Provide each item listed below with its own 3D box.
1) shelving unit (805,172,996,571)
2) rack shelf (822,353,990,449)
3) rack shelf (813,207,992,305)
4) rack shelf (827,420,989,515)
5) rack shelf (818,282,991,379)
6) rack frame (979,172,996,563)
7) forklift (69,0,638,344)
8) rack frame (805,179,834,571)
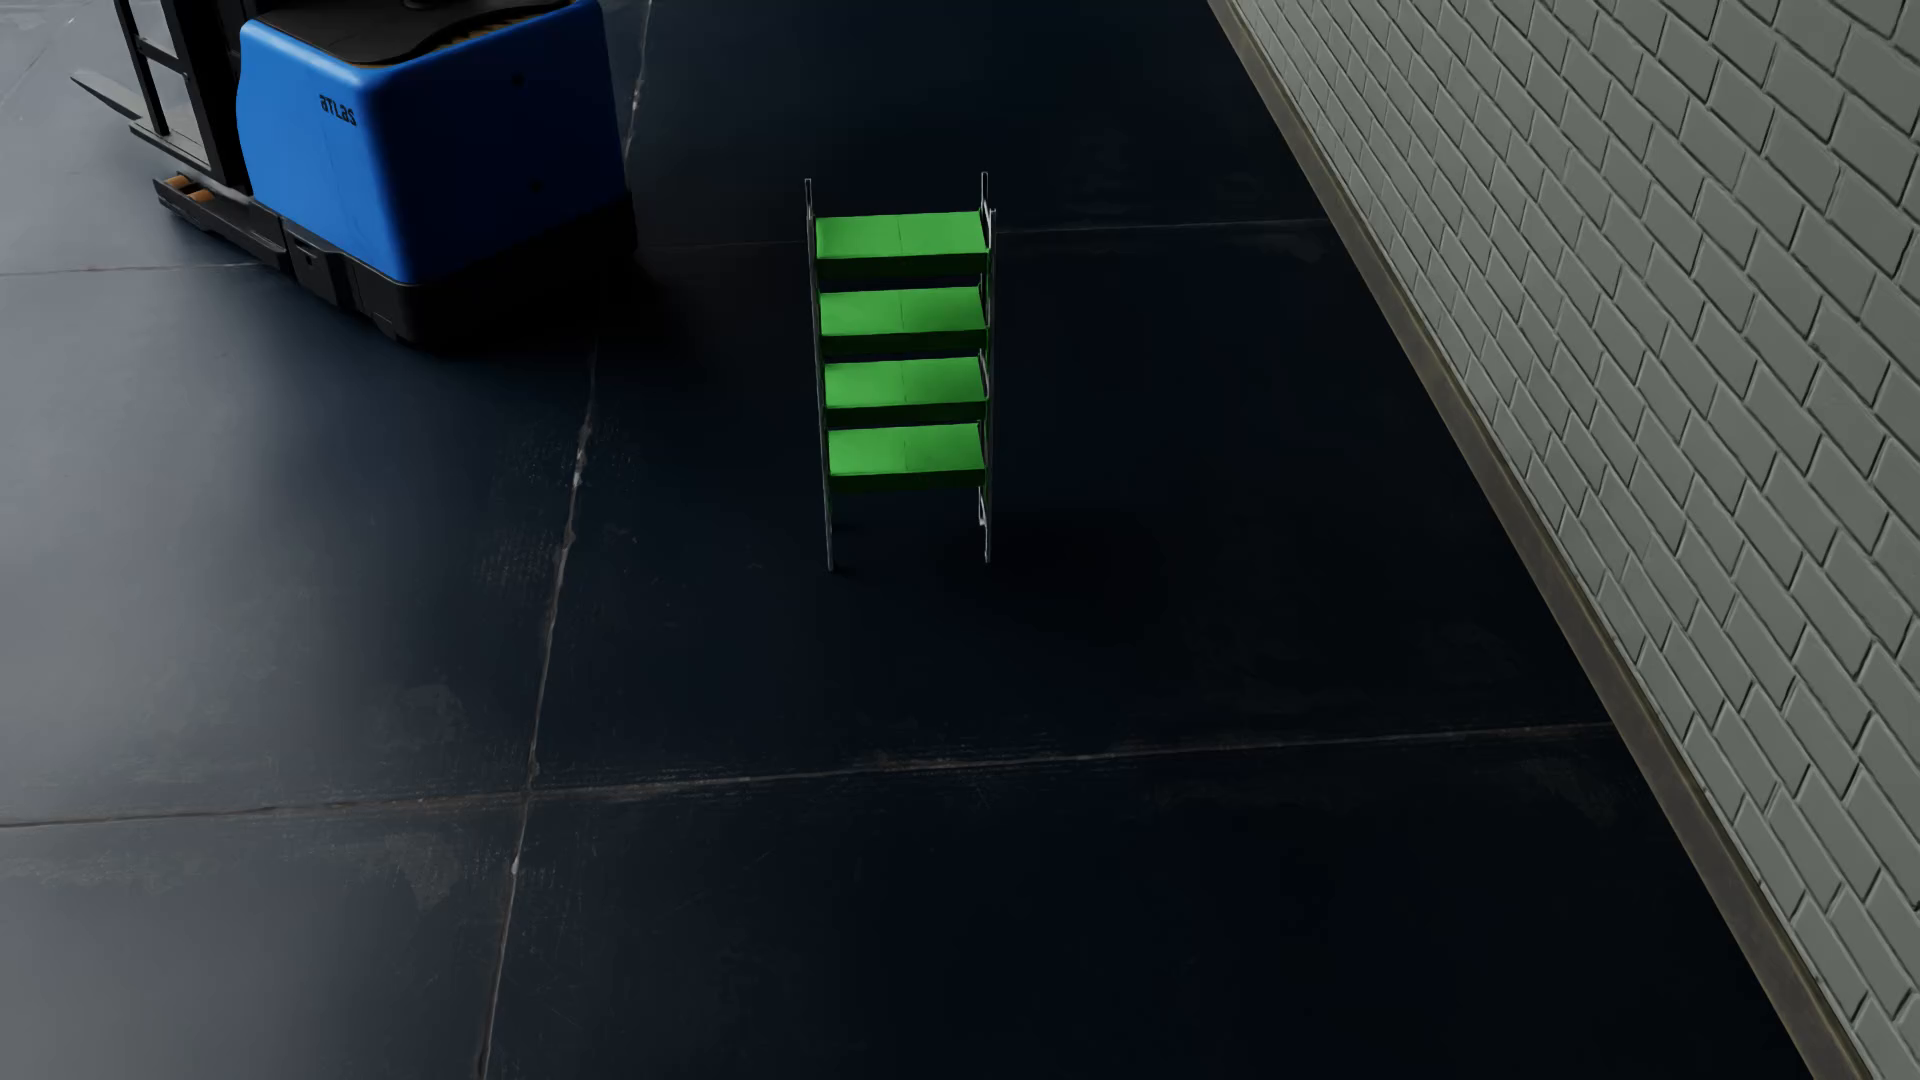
[{"bbox_3d":[-0.165,-0.462,4.867,0.503,1.200,0.258,-3,38,-4],"label":"shelving unit"},{"bbox_3d":[-0.165,-0.412,4.906,0.480,0.148,0.258,-3,38,-4],"label":"rack shelf"},{"bbox_3d":[-0.165,-0.789,4.609,0.480,0.148,0.258,-3,38,-4],"label":"rack shelf"},{"bbox_3d":[-0.165,-0.223,5.055,0.480,0.148,0.258,-3,38,-4],"label":"rack shelf"},{"bbox_3d":[-0.165,-0.600,4.758,0.480,0.148,0.258,-3,38,-4],"label":"rack shelf"},{"bbox_3d":[0.078,-0.475,4.884,0.015,1.200,0.240,-3,38,-4],"label":"rack frame"},{"bbox_3d":[-2.717,-2.642,6.233,3.031,2.935,1.130,29,47,31],"label":"forklift"},{"bbox_3d":[-0.408,-0.449,4.850,0.015,1.200,0.240,-3,38,-4],"label":"rack frame"}]
